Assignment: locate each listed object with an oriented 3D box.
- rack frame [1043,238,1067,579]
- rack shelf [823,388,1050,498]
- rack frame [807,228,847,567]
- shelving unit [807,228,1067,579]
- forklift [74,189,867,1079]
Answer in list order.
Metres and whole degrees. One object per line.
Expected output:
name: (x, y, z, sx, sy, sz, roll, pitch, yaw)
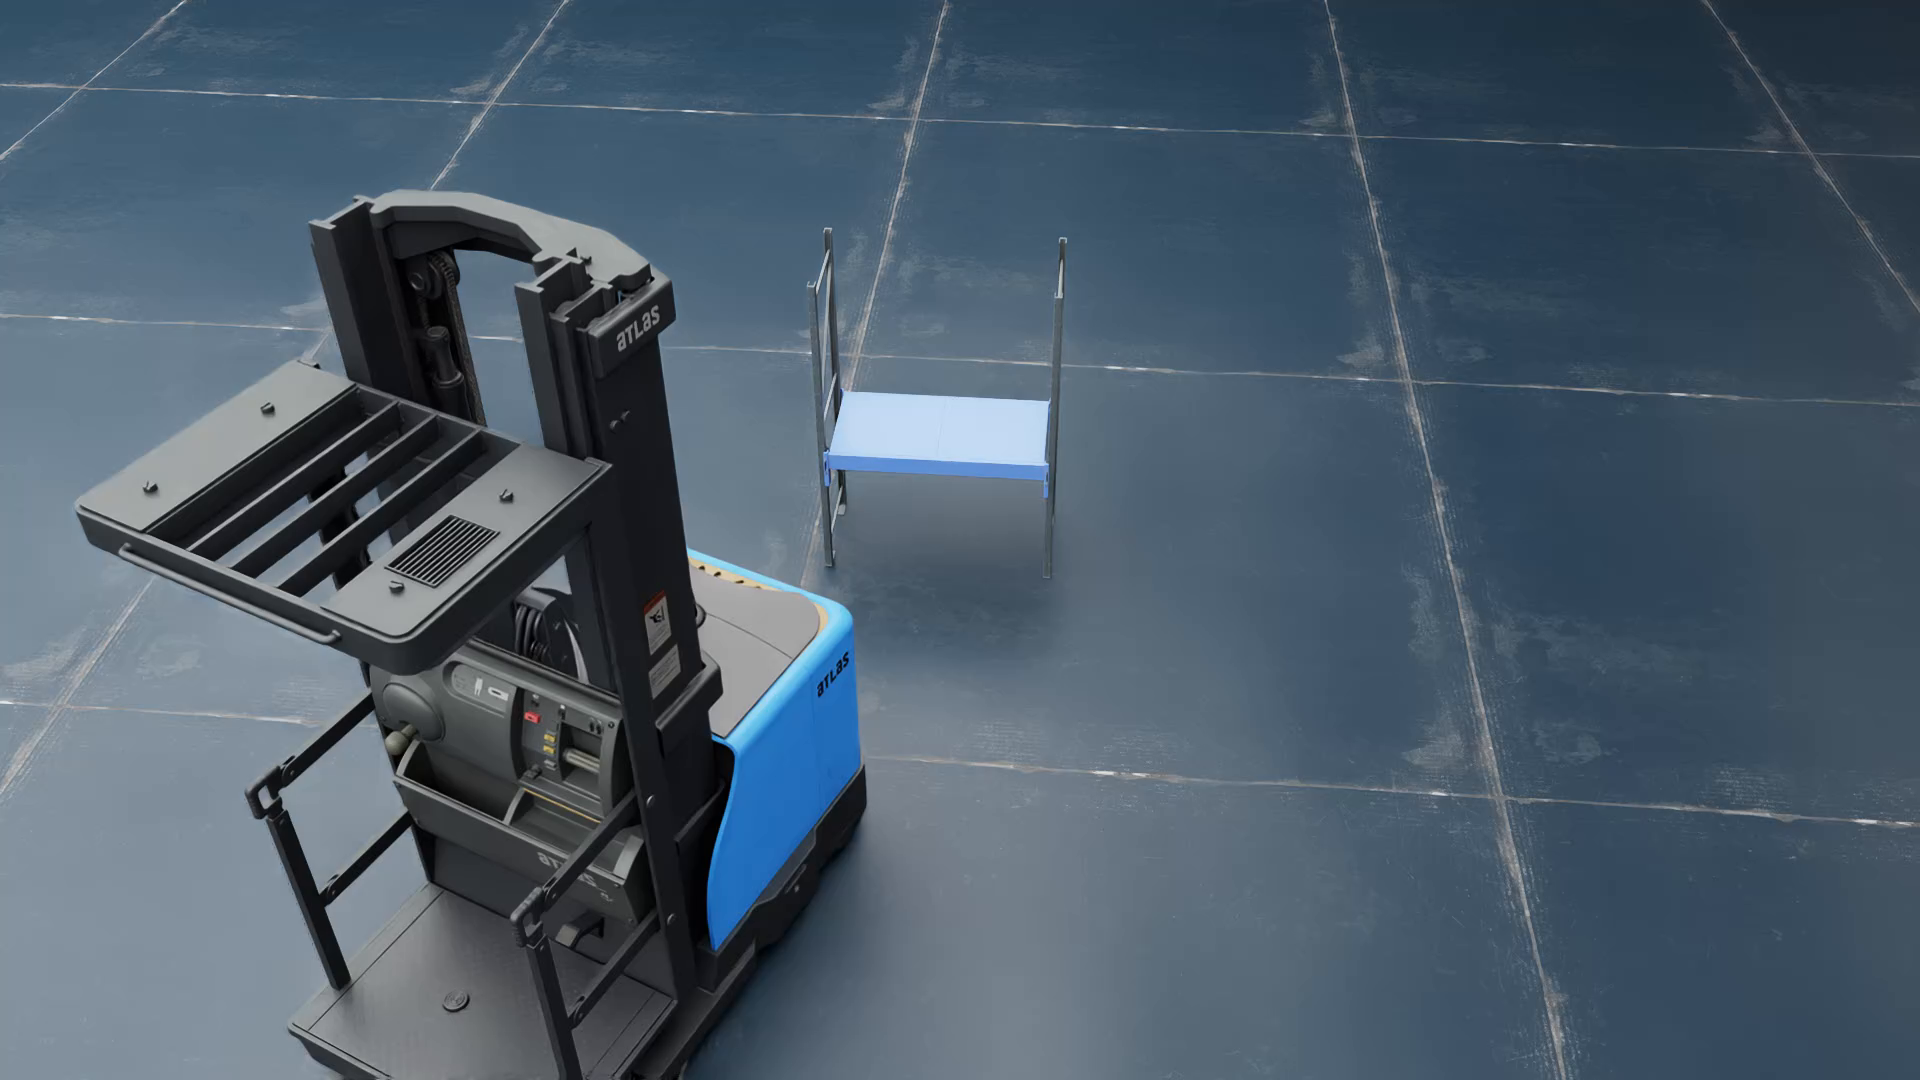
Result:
rack frame: (0.421, -0.559, 7.419, 0.032, 1.500, 0.500, 3, 39, 4)
rack shelf: (-0.085, -0.447, 7.566, 1.000, 0.185, 0.538, 3, 39, 4)
rack frame: (-0.591, -0.614, 7.487, 0.032, 1.500, 0.500, 3, 39, 4)
shelving unit: (-0.085, -0.586, 7.453, 1.048, 1.500, 0.538, 3, 39, 4)
forklift: (-1.501, 0.616, 4.842, 1.130, 2.935, 3.031, 18, 43, 21)
